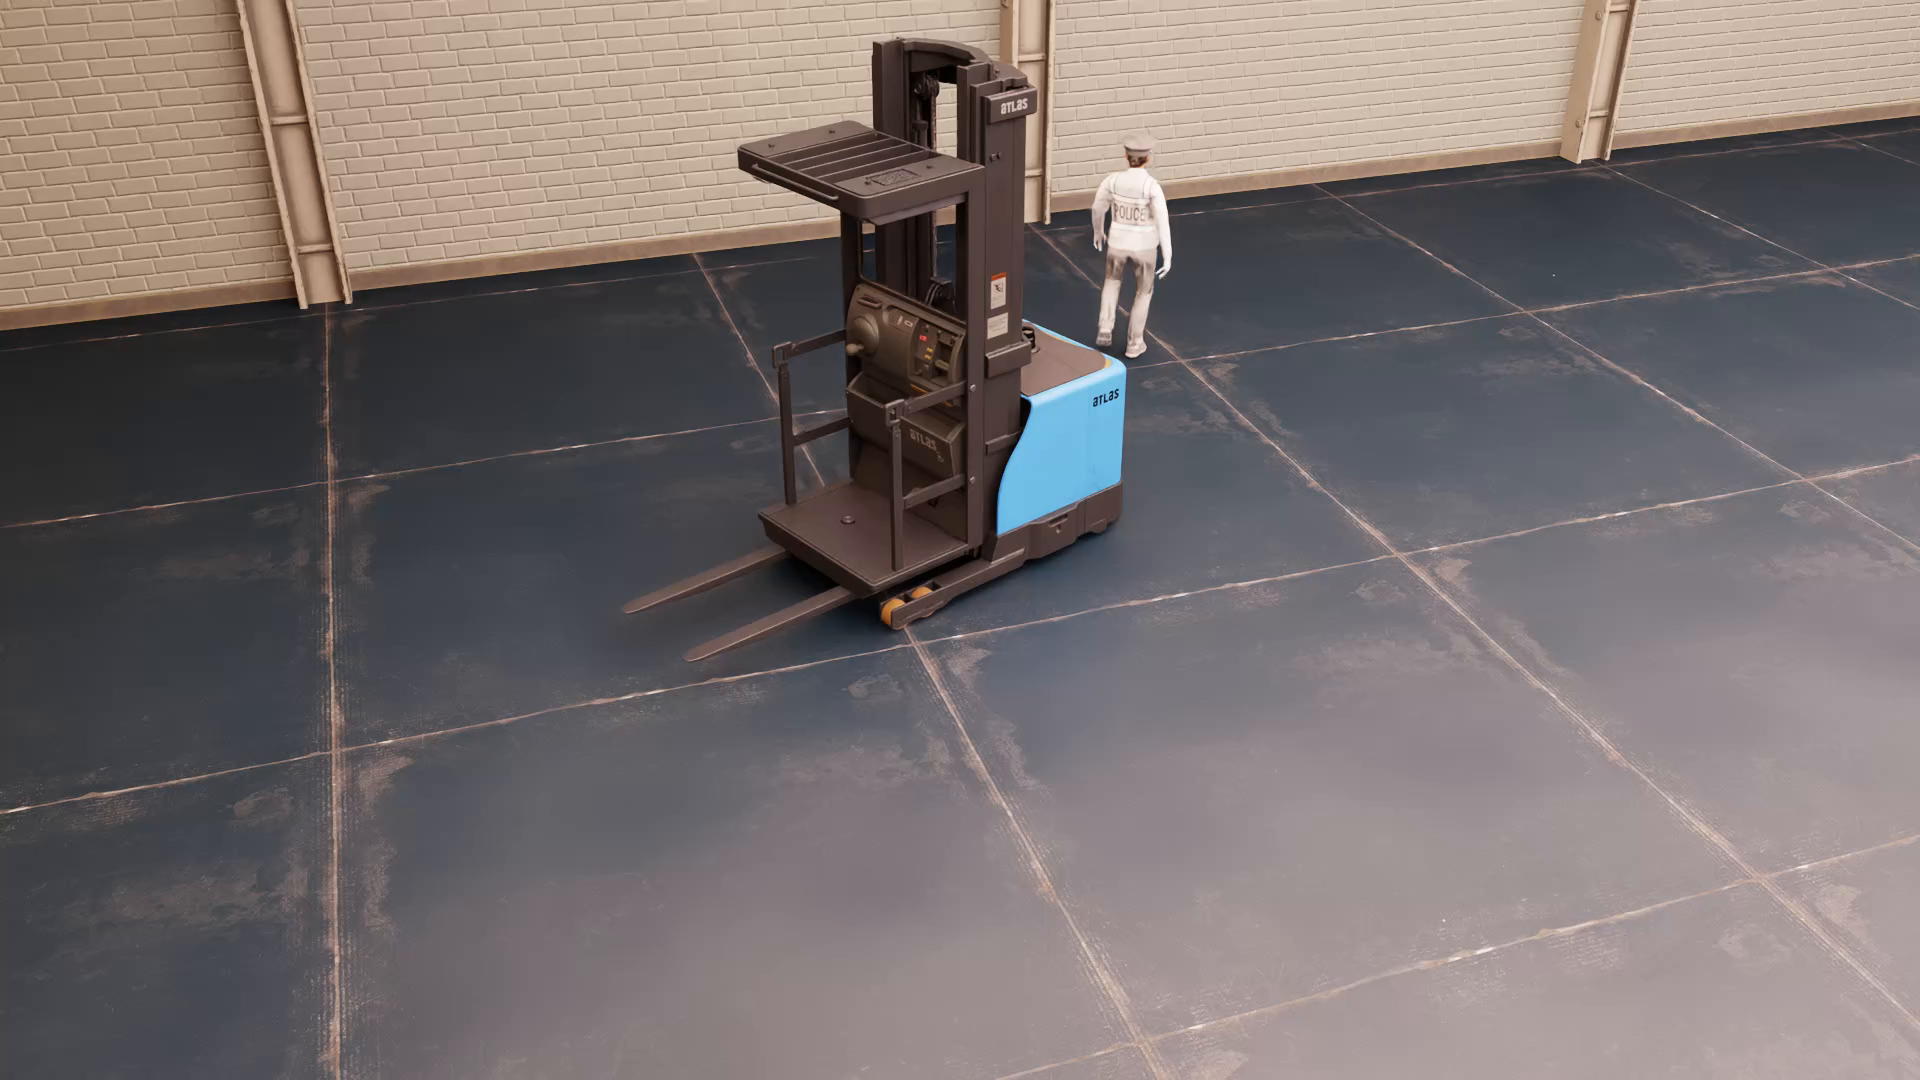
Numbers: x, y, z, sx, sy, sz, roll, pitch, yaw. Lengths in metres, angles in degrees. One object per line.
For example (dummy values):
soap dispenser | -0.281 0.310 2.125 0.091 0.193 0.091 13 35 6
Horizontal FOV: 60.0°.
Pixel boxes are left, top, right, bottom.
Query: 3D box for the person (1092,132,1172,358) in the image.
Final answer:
person | 1.242 -2.118 12.060 0.654 1.650 0.449 11 32 19

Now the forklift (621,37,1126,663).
forklift | -0.461 -1.072 8.951 3.031 2.935 1.130 -23 37 -34
